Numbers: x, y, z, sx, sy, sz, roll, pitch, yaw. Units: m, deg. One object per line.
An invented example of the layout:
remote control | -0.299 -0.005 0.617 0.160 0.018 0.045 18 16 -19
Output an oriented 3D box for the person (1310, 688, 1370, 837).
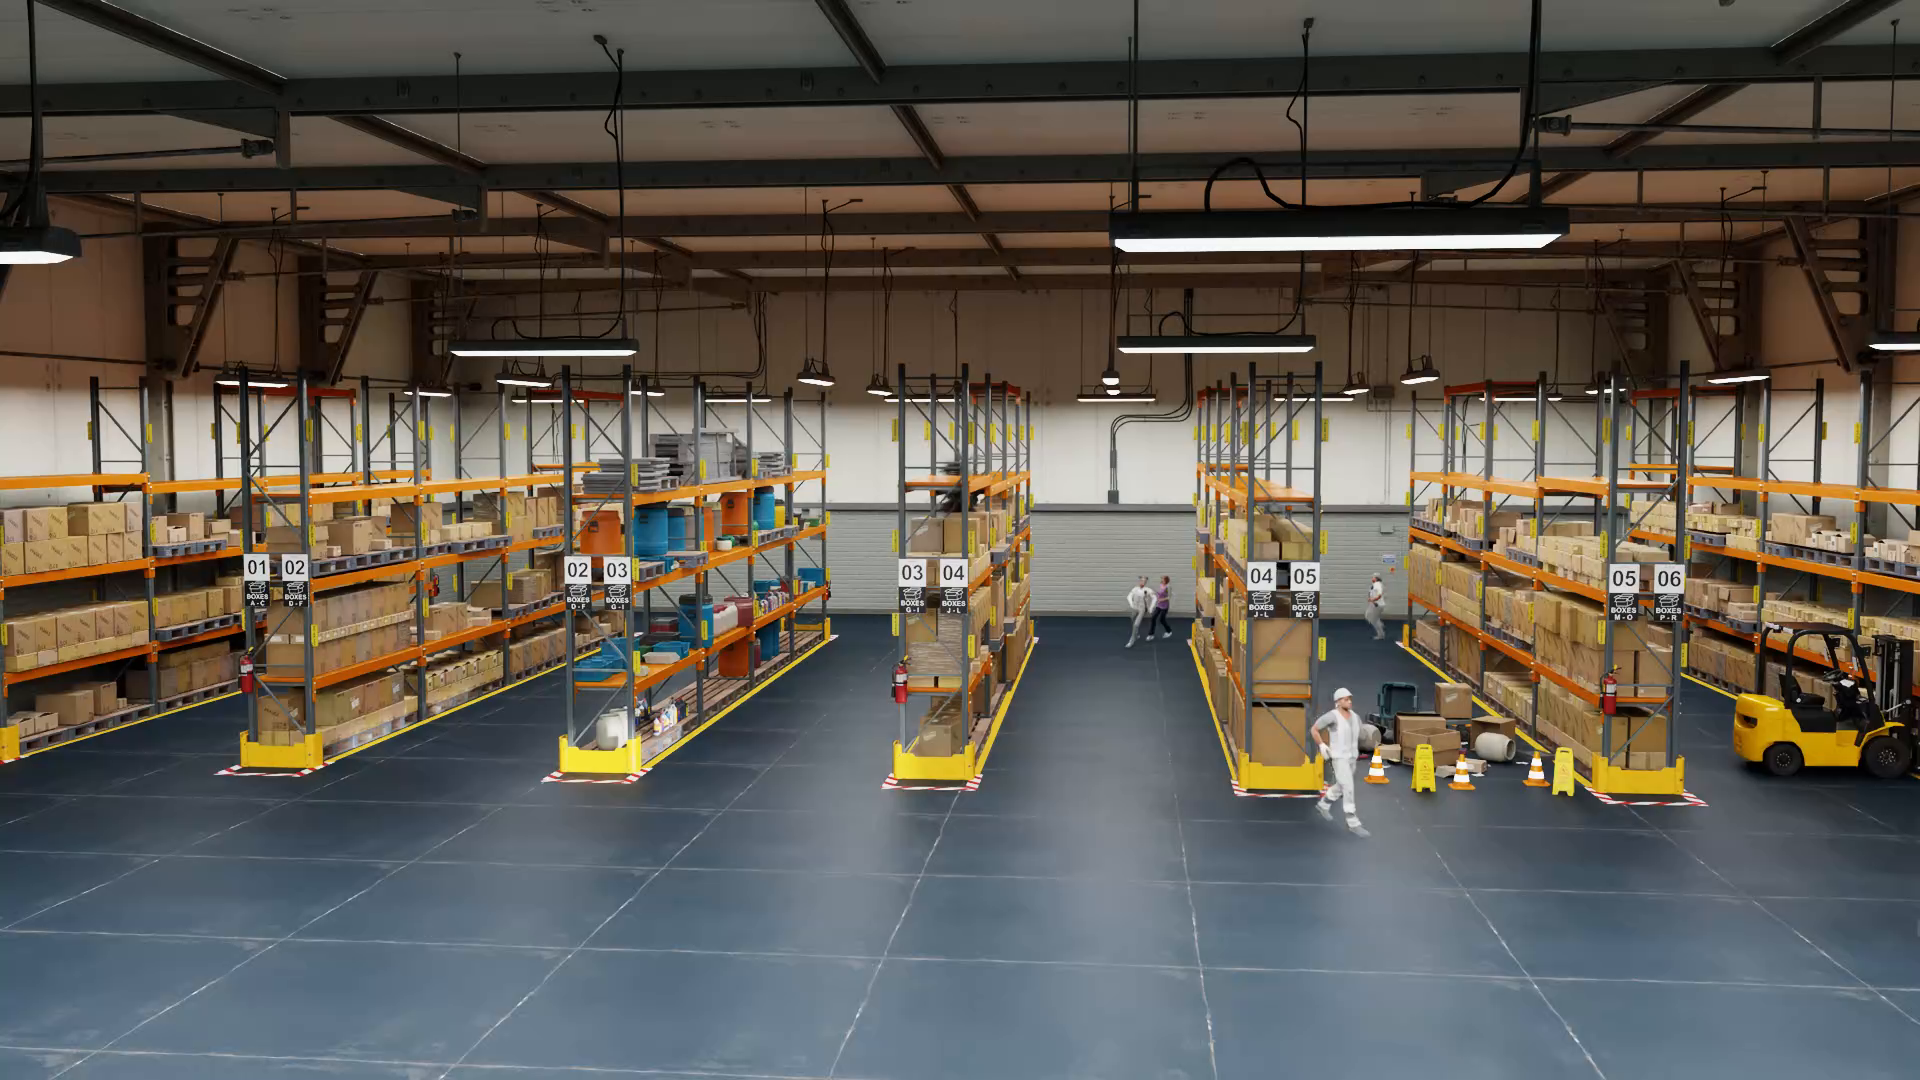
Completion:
person | 4.798 2.740 20.814 0.659 1.782 0.990 -3 4 -35

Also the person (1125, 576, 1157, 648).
person | 4.219 1.658 38.975 0.680 1.669 0.921 2 4 28

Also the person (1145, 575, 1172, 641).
person | 4.862 1.636 39.988 0.818 1.583 0.556 -2 4 -34

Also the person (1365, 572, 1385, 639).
person | 10.105 1.597 40.441 0.499 1.626 0.639 1 4 13
